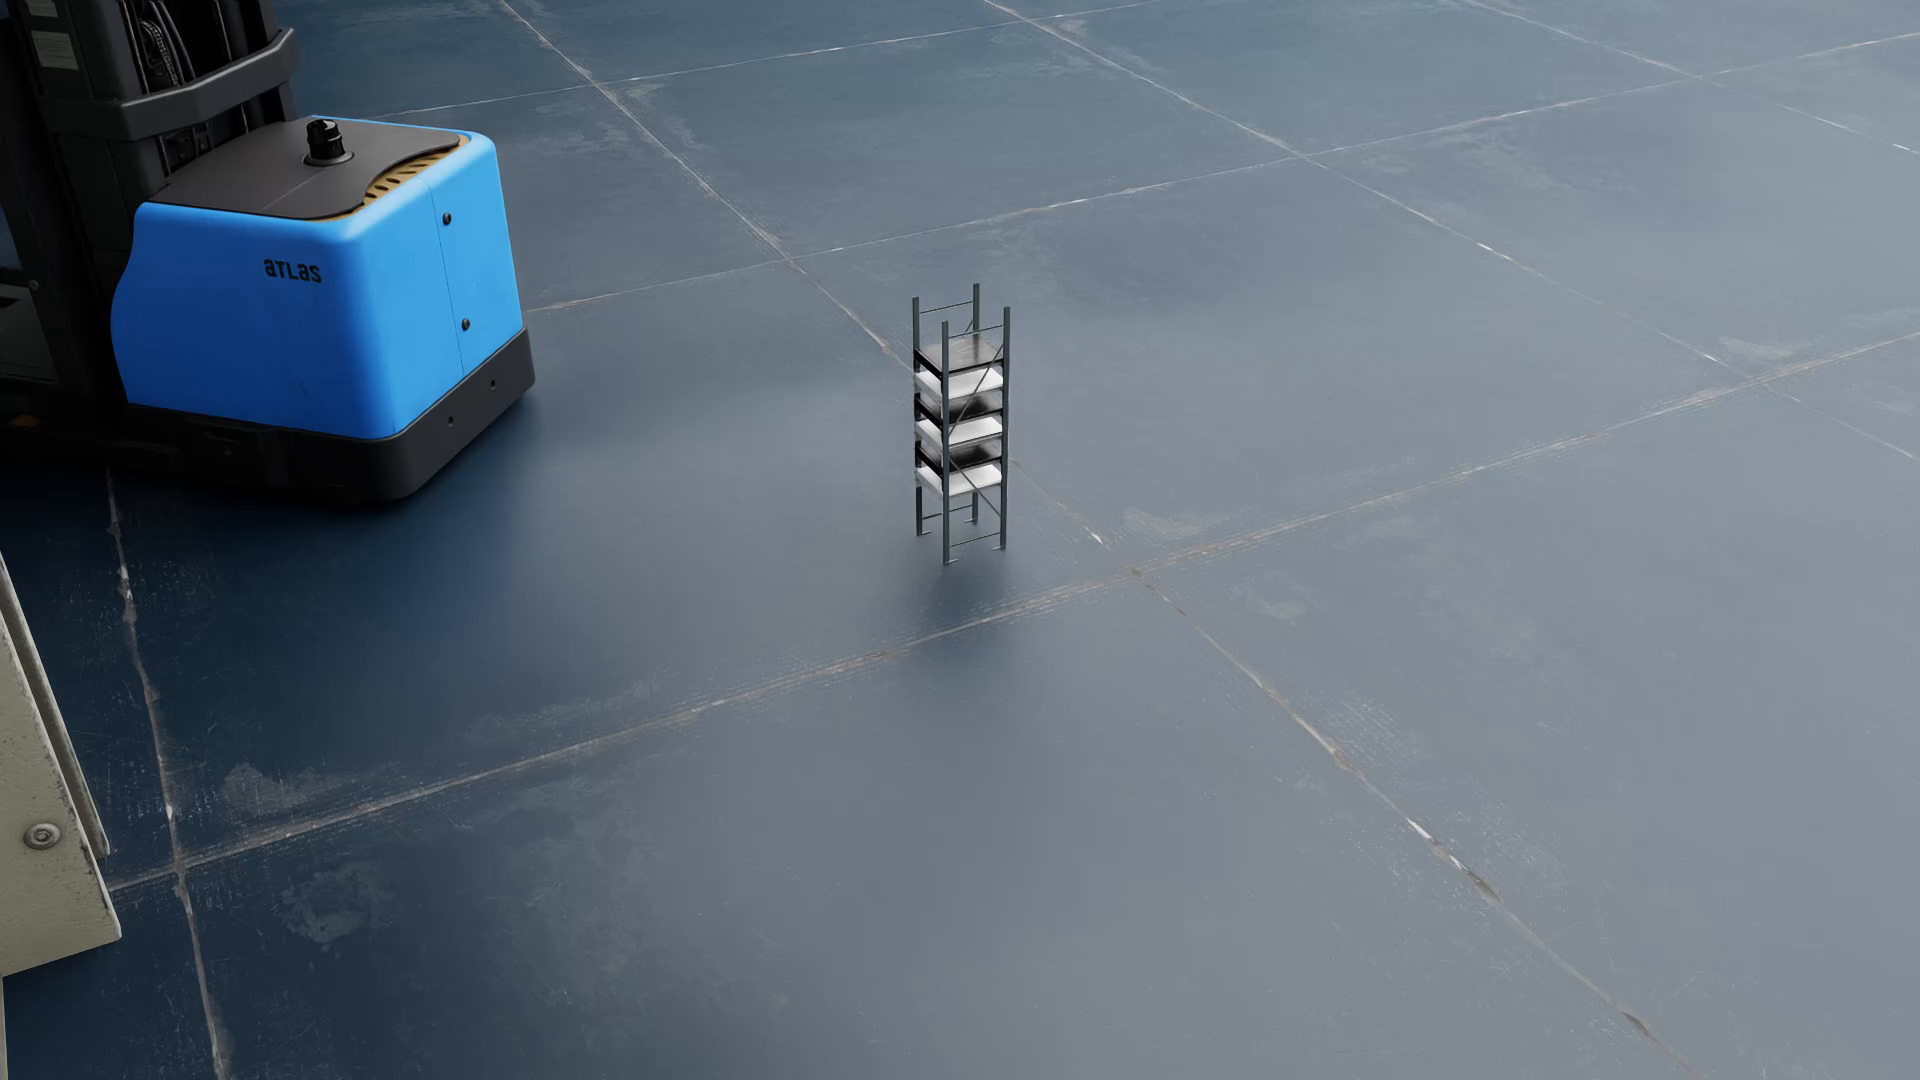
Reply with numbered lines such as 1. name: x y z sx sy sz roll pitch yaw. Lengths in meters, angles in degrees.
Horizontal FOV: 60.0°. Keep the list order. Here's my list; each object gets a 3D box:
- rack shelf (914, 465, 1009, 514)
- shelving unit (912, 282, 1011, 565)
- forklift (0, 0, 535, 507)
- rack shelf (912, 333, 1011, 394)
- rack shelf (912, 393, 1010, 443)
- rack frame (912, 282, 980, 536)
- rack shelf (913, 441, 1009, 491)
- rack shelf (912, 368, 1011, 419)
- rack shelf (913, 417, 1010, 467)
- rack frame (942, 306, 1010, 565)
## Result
1. rack shelf: 0.004 -0.195 5.616 0.258 0.077 0.200 -16 36 -23
2. shelving unit: 0.004 -0.375 5.501 0.258 0.900 0.210 -16 36 -23
3. forklift: -3.261 -1.795 5.834 3.031 2.935 1.130 9 34 14
4. rack shelf: 0.004 -0.574 5.374 0.258 0.077 0.200 -16 36 -23
5. rack shelf: 0.004 -0.423 5.471 0.258 0.077 0.200 -16 36 -23
6. rack frame: -0.044 -0.424 5.577 0.240 0.900 0.006 -16 36 -23
7. rack shelf: 0.004 -0.271 5.568 0.258 0.077 0.200 -16 36 -23
8. rack shelf: 0.004 -0.499 5.422 0.258 0.077 0.200 -16 36 -23
9. rack shelf: 0.004 -0.347 5.519 0.258 0.077 0.200 -16 36 -23
10. rack frame: 0.051 -0.327 5.425 0.240 0.900 0.006 -16 36 -23
